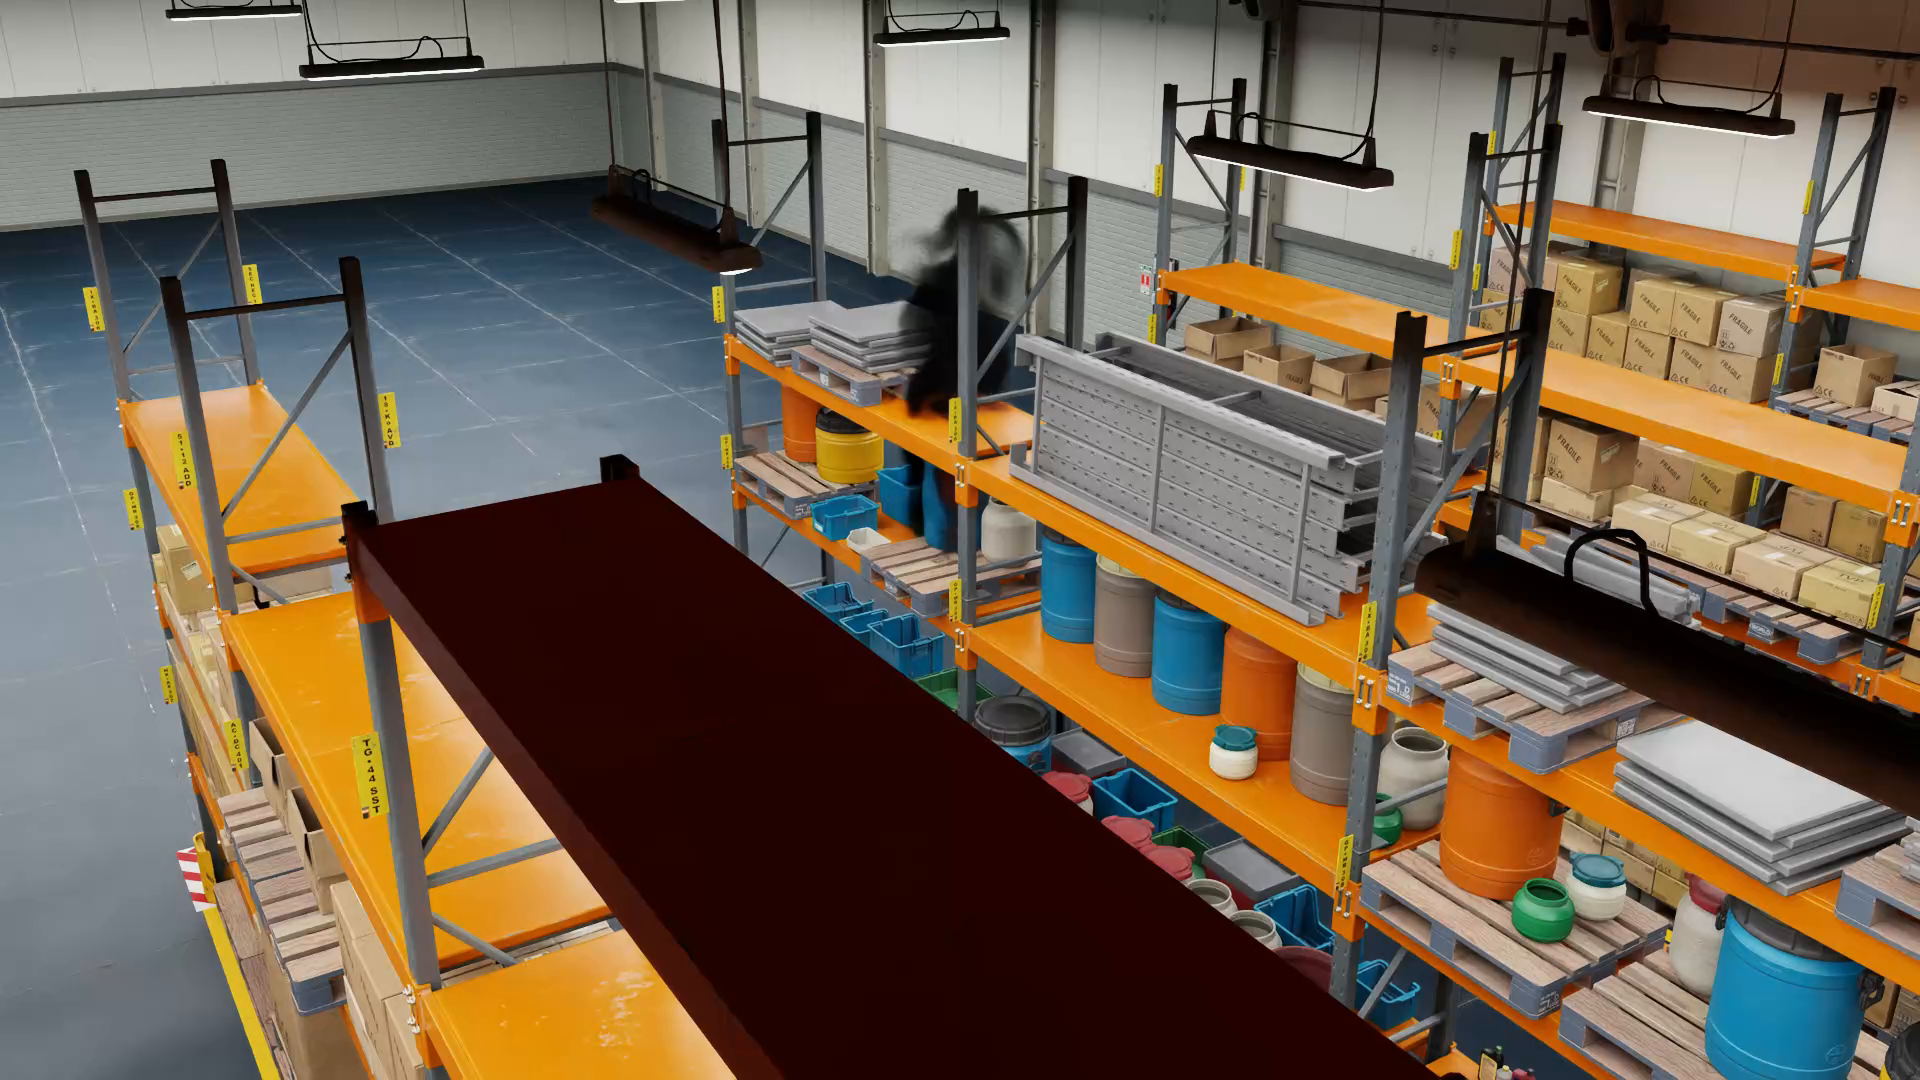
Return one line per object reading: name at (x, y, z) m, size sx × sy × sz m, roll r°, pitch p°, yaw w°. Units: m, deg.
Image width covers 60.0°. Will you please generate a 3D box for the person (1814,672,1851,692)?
person at (8.126, 1.595, 15.362) m, size 0.682 × 1.560 × 0.524 m, roll 19°, pitch 29°, yaw 39°
